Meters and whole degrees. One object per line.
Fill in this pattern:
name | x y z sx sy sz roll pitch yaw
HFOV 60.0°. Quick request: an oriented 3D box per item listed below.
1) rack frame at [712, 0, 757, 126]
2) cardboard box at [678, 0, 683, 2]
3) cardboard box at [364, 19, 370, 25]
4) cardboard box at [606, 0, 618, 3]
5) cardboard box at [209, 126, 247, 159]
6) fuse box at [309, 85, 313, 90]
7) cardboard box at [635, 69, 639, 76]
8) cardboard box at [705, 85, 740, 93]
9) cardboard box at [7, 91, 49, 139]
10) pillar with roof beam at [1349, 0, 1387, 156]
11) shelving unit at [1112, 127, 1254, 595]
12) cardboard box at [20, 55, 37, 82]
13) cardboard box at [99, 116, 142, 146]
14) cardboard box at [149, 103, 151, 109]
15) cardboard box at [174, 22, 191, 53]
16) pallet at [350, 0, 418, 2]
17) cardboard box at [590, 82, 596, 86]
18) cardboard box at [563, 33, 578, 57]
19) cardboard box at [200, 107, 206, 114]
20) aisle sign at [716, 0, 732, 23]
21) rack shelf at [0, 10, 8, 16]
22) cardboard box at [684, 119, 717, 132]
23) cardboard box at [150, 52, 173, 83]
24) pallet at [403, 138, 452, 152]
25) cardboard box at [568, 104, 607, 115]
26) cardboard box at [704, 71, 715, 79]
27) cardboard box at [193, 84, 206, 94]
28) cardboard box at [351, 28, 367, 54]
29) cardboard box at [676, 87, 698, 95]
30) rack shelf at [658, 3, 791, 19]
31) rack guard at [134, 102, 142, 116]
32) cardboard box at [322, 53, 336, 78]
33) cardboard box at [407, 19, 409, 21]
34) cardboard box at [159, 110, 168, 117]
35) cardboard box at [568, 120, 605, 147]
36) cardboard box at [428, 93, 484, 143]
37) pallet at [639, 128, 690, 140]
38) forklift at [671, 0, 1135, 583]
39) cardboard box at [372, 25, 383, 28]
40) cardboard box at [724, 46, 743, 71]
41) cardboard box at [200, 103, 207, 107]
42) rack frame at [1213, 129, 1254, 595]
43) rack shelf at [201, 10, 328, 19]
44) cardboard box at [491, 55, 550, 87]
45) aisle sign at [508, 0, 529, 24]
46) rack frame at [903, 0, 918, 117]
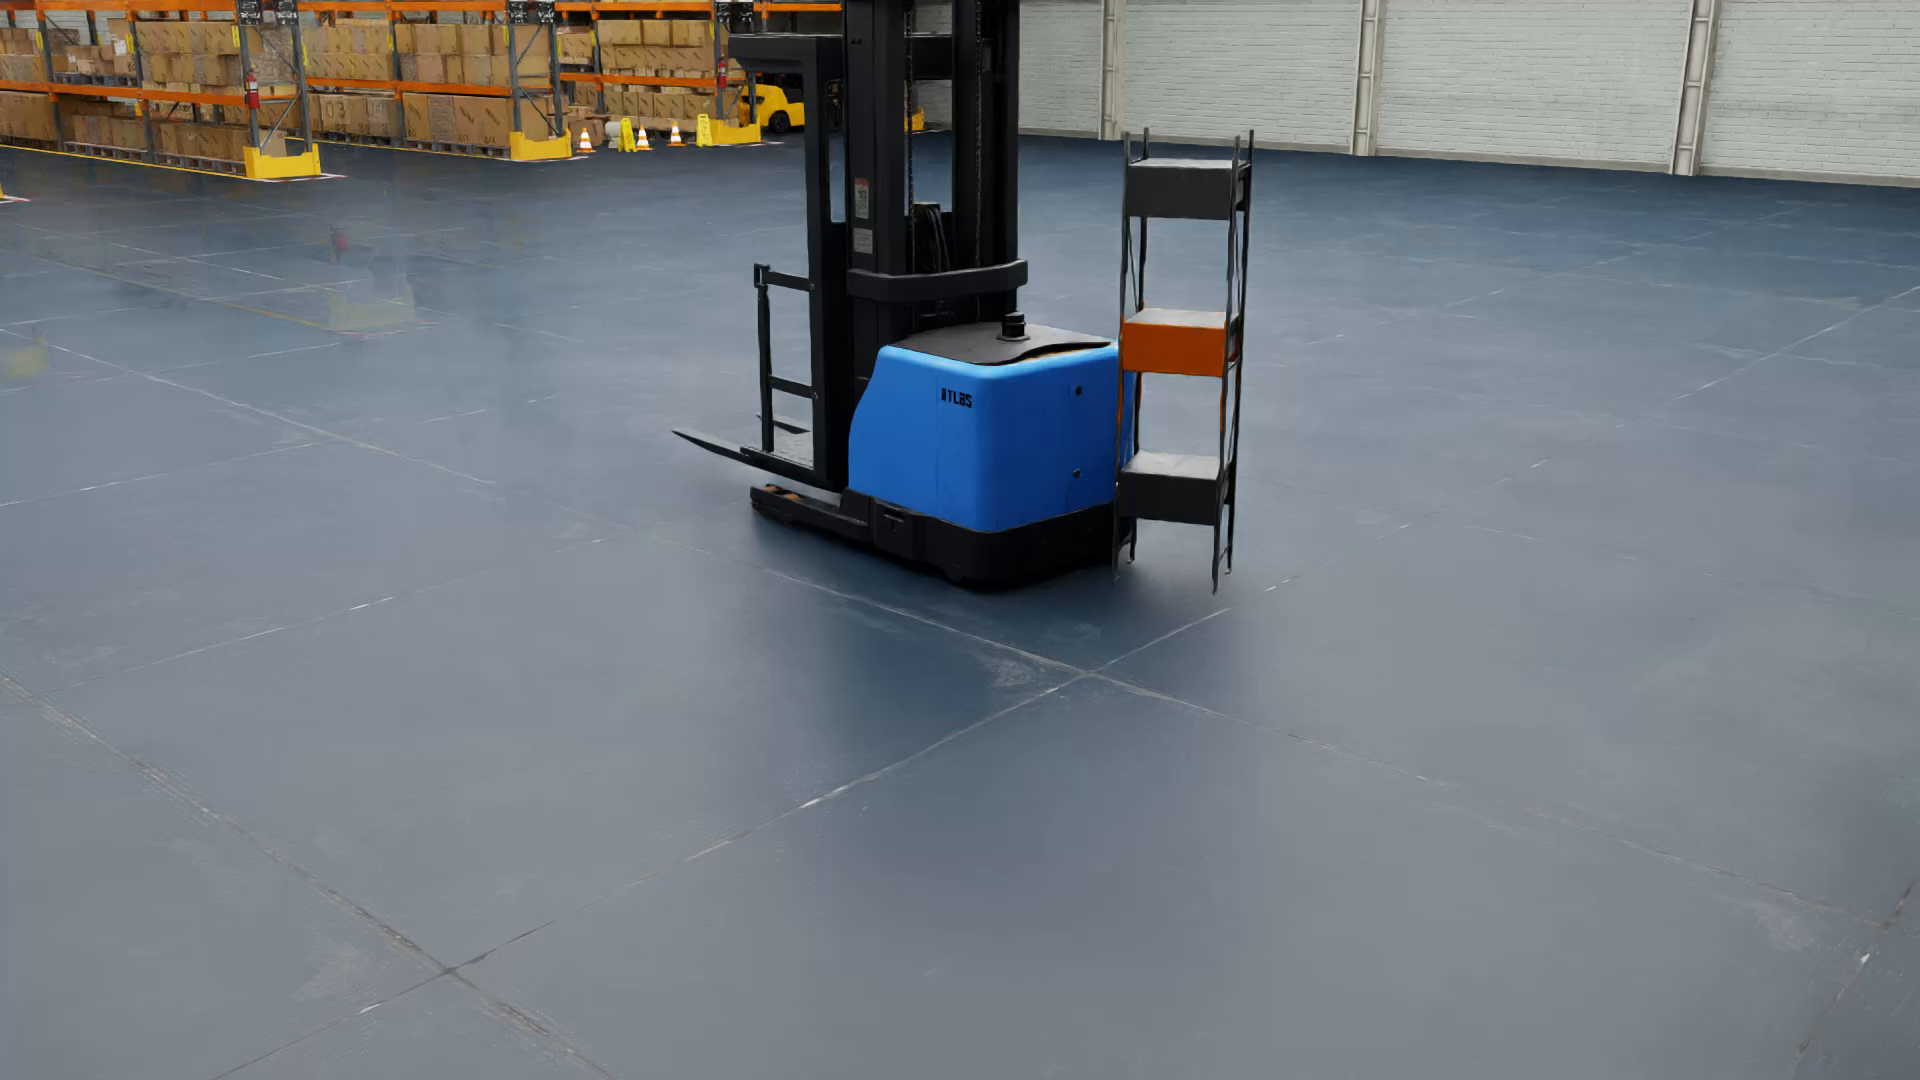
rack frame | -4.644 -9.733 34.321 0.127 3.000 1.000 15 23 39
cardboard box | -5.626 -11.221 34.466 0.250 0.149 0.380 15 23 40
cardboard box | -14.976 -13.237 42.470 0.250 0.149 0.380 14 23 38
cardboard box | -7.409 -11.662 35.857 0.250 0.149 0.380 15 23 39
cardboard box | -12.604 -6.871 28.741 0.500 0.500 0.500 -16 23 -41
fuse box | -19.341 -13.904 49.595 0.414 1.711 0.539 15 23 39
cardboard box | -6.789 -10.091 35.865 0.250 0.149 0.380 15 23 39
cardboard box | -5.881 -11.138 41.981 0.625 0.625 0.875 14 22 37
cardboard box | -18.370 -8.609 33.596 0.875 0.875 1.225 15 23 39
pillar with roof beam | 4.843 -10.676 27.377 0.400 9.000 9.100 15 23 39
shelving unit | 1.029 -0.825 7.739 0.503 2.100 0.431 6 19 18
cardboard box | -18.108 -9.289 32.758 0.500 0.500 0.500 15 23 39
cardboard box | -15.840 -7.765 31.524 0.700 0.500 0.500 -16 24 -41
cardboard box | -19.600 -10.625 40.659 0.250 0.149 0.380 16 24 41
cardboard box | -12.916 -8.514 28.169 0.500 0.500 0.500 15 23 39
pallet | -11.565 -10.907 33.379 1.217 0.209 0.805 14 22 37
cardboard box | -9.778 -12.365 44.980 0.250 0.149 0.380 14 22 36
cardboard box | -8.506 -11.066 37.170 0.500 0.500 0.500 15 23 40
cardboard box | -17.487 -10.028 38.778 0.250 0.149 0.380 14 22 37
aisle sign | -4.791 -10.894 33.682 0.004 0.787 0.394 15 23 39
rack shelf | -21.694 -11.389 35.769 4.000 0.370 1.077 15 23 39
cardboard box | -5.446 -8.729 35.008 0.500 0.250 0.500 15 23 39
cardboard box | -13.568 -8.271 29.057 0.500 0.500 0.875 15 23 39
pallet | -10.329 -7.896 33.144 1.213 0.211 1.003 15 23 39
cardboard box | -8.570 -9.732 37.968 0.950 0.372 0.625 -17 24 -42
cardboard box | -5.066 -9.640 34.443 0.250 0.149 0.380 16 24 41
cardboard box | -12.764 -7.659 28.202 0.250 0.149 0.380 15 23 39
cardboard box | -11.985 -10.223 34.047 0.500 0.500 0.700 15 23 40
cardboard box | -5.736 -9.449 34.967 0.250 0.149 0.380 16 24 41
rack shelf | -5.840 -13.148 41.313 4.000 0.370 1.077 15 23 39
rack guard | -19.765 -10.599 41.181 0.348 0.500 1.175 15 23 39
cardboard box | -12.922 -9.893 34.659 0.500 0.500 0.500 15 23 39
cardboard box | -13.886 -13.146 42.184 0.250 0.149 0.380 15 23 40
cardboard box | -19.083 -10.311 40.160 0.250 0.149 0.380 15 23 40
cardboard box | -7.639 -8.323 34.005 0.637 0.503 0.797 0 18 2
cardboard box | -9.746 -8.261 32.501 0.875 0.875 0.875 15 23 40
pallet | -6.194 -8.835 36.102 1.213 0.211 1.003 15 23 39
forklift | -0.481 -1.569 8.709 1.130 2.935 3.031 -15 23 -39
cardboard box | -14.530 -12.803 42.175 0.500 0.500 0.500 15 23 38
cardboard box | -4.815 -10.080 34.758 0.500 0.500 0.500 15 23 38
cardboard box | -17.486 -10.182 38.771 0.250 0.149 0.380 15 23 40
rack frame | 1.259 -0.800 7.662 0.015 2.100 0.400 6 19 18
rack shelf | -15.334 -11.687 36.710 4.000 0.370 1.077 15 23 39
cardboard box | -8.162 -8.728 30.908 0.550 0.550 0.875 15 23 39
aisle sign | -8.001 -9.750 30.076 0.004 0.787 0.394 15 23 39
rack frame | -1.352 -10.857 37.862 0.127 3.000 1.000 15 23 39
